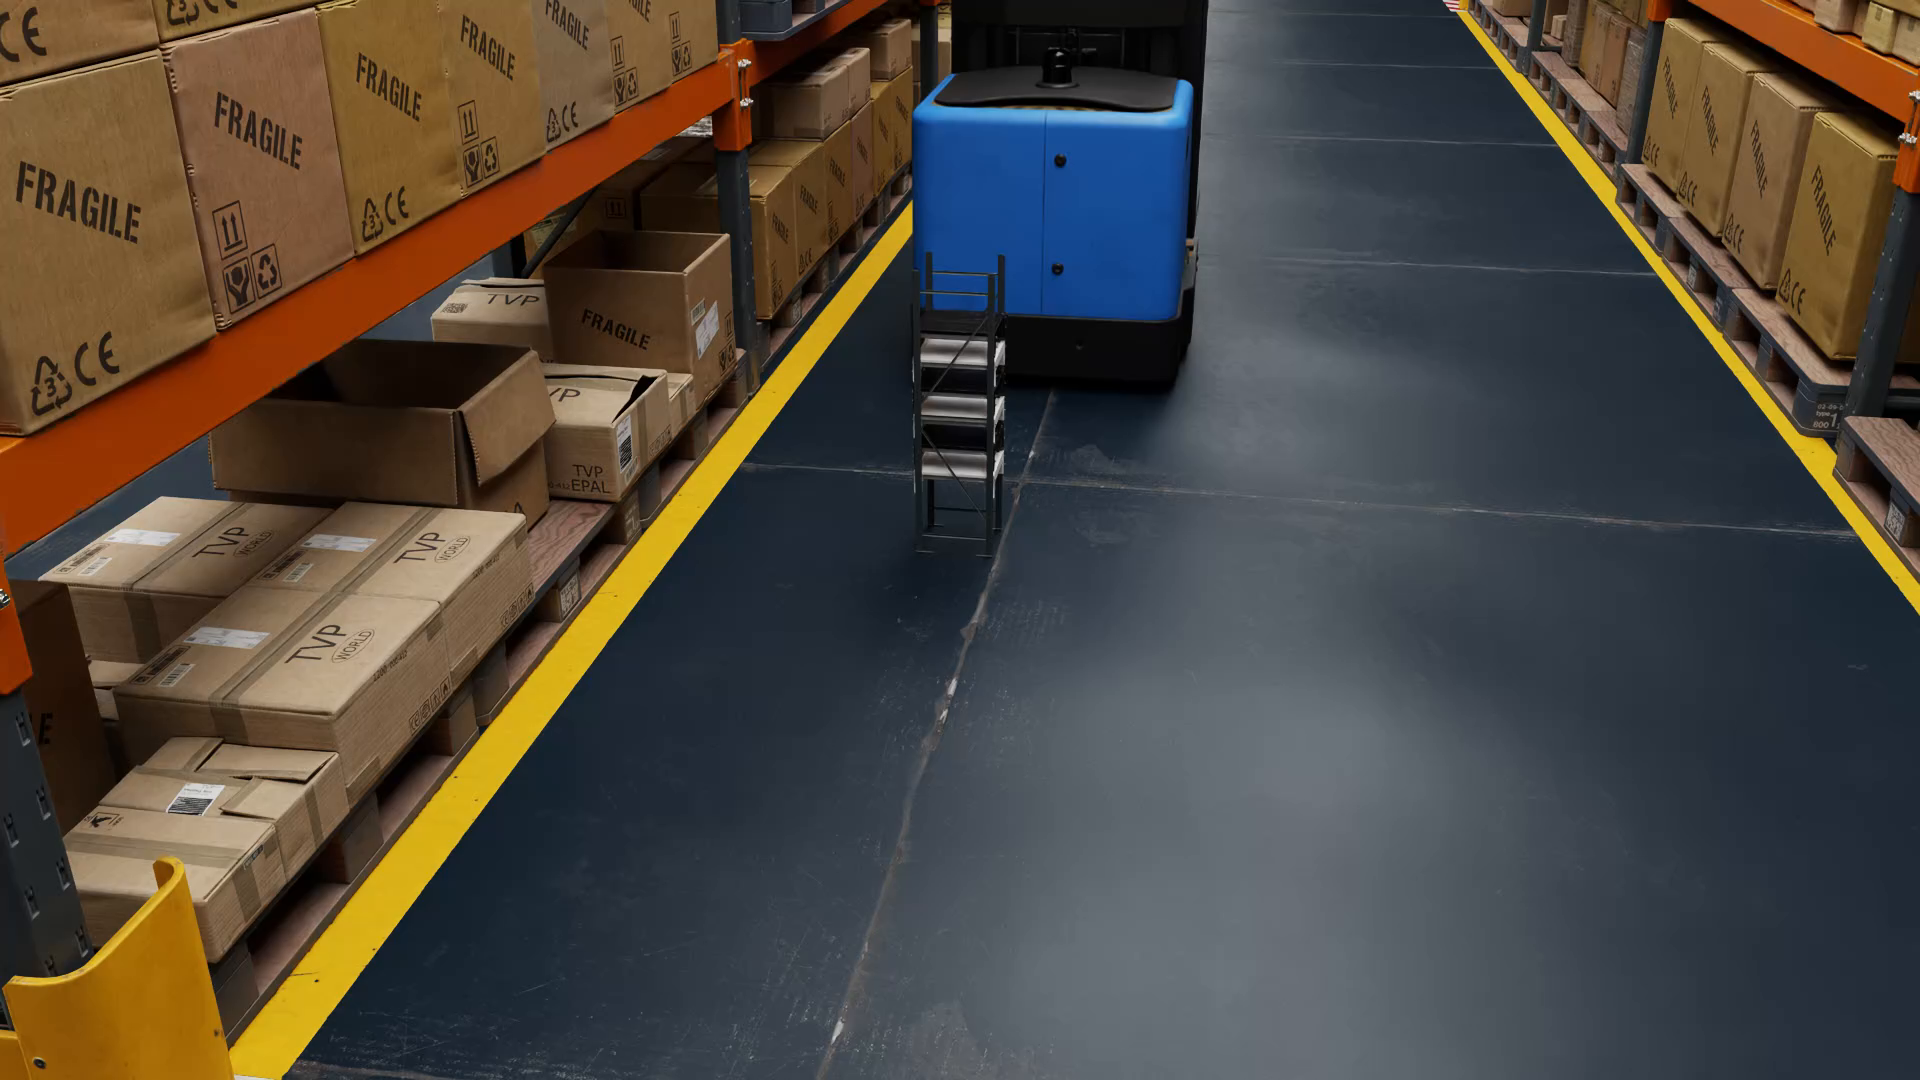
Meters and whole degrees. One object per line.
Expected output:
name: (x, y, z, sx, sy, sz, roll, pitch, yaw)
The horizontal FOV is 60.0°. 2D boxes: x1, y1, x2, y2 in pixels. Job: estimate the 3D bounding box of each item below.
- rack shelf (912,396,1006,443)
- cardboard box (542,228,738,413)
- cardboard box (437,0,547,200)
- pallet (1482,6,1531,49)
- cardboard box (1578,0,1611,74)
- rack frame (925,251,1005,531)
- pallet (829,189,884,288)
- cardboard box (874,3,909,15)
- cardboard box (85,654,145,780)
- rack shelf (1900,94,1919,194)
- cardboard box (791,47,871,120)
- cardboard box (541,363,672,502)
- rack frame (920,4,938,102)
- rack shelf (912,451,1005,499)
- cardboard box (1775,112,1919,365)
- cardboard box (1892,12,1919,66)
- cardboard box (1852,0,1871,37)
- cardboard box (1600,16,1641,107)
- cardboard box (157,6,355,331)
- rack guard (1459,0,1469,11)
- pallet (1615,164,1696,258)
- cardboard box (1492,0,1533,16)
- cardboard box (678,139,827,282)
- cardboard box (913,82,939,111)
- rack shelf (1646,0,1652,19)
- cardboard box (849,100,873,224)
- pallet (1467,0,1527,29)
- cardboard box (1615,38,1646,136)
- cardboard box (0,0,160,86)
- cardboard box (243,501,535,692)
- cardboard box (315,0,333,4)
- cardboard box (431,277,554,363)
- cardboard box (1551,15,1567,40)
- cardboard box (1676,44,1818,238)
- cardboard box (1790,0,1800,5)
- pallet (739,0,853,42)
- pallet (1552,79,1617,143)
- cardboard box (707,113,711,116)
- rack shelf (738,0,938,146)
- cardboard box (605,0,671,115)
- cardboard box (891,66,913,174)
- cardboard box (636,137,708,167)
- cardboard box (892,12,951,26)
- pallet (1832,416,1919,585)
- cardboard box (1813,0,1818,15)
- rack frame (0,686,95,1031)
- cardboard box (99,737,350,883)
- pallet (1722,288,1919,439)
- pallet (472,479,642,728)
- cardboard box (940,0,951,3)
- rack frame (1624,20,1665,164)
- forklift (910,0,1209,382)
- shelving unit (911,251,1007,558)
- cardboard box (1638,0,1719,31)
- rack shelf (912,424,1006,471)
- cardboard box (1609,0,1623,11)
rack shelf: (-0.001, -0.374, 5.066, 0.258, 0.077, 0.200, 4, 25, 9)
cardboard box: (-1.098, -0.772, 5.790, 0.500, 0.500, 0.500, 4, 25, 9)
cardboard box: (-1.359, -1.137, 4.023, 0.500, 0.500, 0.500, 4, 25, 9)
pallet: (5.182, -4.499, 14.612, 1.003, 0.211, 1.213, 4, 25, 9)
cardboard box: (4.771, -3.505, 11.630, 0.700, 0.500, 0.500, 4, 25, 7)
rack frame: (0.015, -0.447, 5.143, 0.240, 0.900, 0.006, 4, 25, 9)
pallet: (-0.992, -1.554, 8.321, 1.003, 0.211, 1.213, 4, 25, 9)
cardboard box: (-0.625, -3.499, 11.274, 0.500, 0.311, 0.500, 4, 25, 8)
cardboard box: (-1.938, 0.387, 3.709, 0.380, 0.166, 0.250, 4, 25, 9)
rack shelf: (3.276, -0.459, 3.540, 1.077, 0.370, 4.000, 4, 25, 9)
cardboard box: (-0.721, -2.183, 7.920, 0.500, 0.250, 0.500, 4, 25, 8)
cardboard box: (-1.221, -0.372, 5.160, 0.500, 0.311, 0.500, 4, 25, 9)
rack frame: (-0.631, -3.635, 9.478, 1.000, 3.000, 0.127, 4, 25, 9)
rack shelf: (-0.001, -0.211, 5.142, 0.258, 0.077, 0.200, 4, 25, 9)
cardboard box: (3.581, -1.118, 6.141, 0.750, 0.750, 0.750, 4, 25, 9)
cardboard box: (3.379, -1.677, 5.567, 0.380, 0.149, 0.250, 4, 25, 9)
cardboard box: (3.483, -1.889, 6.021, 0.380, 0.149, 0.250, 5, 26, 10)
cardboard box: (4.575, -3.083, 10.727, 0.700, 0.500, 0.500, 4, 25, 8)
cardboard box: (-1.527, -0.718, 3.128, 0.500, 0.500, 0.500, 4, 25, 8)
rack guard: (5.552, -5.476, 16.359, 1.175, 0.500, 0.348, 4, 25, 9)
pallet: (4.053, -1.706, 8.646, 1.003, 0.211, 1.213, 4, 25, 9)
cardboard box: (5.100, -4.882, 14.571, 0.700, 0.500, 0.500, 2, 25, 5)
cardboard box: (-0.889, -1.439, 7.215, 0.500, 0.500, 0.500, 4, 25, 9)
cardboard box: (-0.256, -2.779, 10.397, 0.500, 0.250, 0.500, 4, 25, 8)
rack shelf: (4.583, -3.804, 10.688, 1.077, 0.370, 4.000, 4, 25, 9)
cardboard box: (-0.717, -1.859, 8.113, 0.500, 0.500, 0.500, 3, 25, 7)
pallet: (5.384, -5.008, 15.699, 1.003, 0.211, 1.213, 4, 25, 9)
cardboard box: (4.323, -2.666, 9.836, 0.700, 0.500, 0.500, 4, 25, 9)
cardboard box: (-1.606, -0.955, 2.455, 0.500, 0.500, 0.500, 5, 26, 10)
cardboard box: (-1.406, 0.131, 4.157, 0.500, 0.250, 0.500, 4, 25, 9)
cardboard box: (-1.441, -1.383, 3.369, 0.500, 0.500, 0.500, 4, 25, 9)
cardboard box: (-1.567, -0.783, 6.038, 0.500, 0.311, 0.500, 4, 25, 9)
cardboard box: (4.968, -4.109, 13.312, 0.380, 0.166, 0.250, 1, 25, 2)
cardboard box: (3.857, -1.846, 7.696, 0.750, 0.750, 0.750, 4, 25, 8)
cardboard box: (3.684, -2.316, 6.932, 0.380, 0.149, 0.250, 5, 26, 10)
pallet: (-1.047, -2.202, 6.643, 1.003, 0.211, 1.213, 4, 25, 9)
pallet: (4.587, -2.866, 11.125, 1.003, 0.211, 1.213, 4, 25, 9)
cardboard box: (-1.235, -1.885, 8.168, 0.500, 0.500, 0.500, 3, 25, 7)
rack shelf: (-0.958, -2.473, 7.844, 1.077, 0.370, 4.000, 4, 25, 9)
cardboard box: (-1.196, -1.565, 4.938, 0.500, 0.500, 0.500, 5, 25, 10)
cardboard box: (-0.552, -2.295, 9.045, 0.500, 0.500, 0.500, 5, 26, 11)
cardboard box: (-1.398, -1.462, 7.265, 0.500, 0.500, 0.500, 4, 25, 9)
cardboard box: (-0.178, -3.253, 10.749, 0.500, 0.311, 0.500, 3, 25, 7)
pallet: (3.401, -0.045, 5.098, 1.003, 0.211, 1.213, 4, 25, 9)
cardboard box: (3.574, -2.102, 6.475, 0.380, 0.149, 0.250, 4, 25, 9)
rack frame: (-1.935, -0.289, 2.330, 0.949, 2.616, 0.053, 4, 25, 9)
cardboard box: (-1.490, 0.539, 3.384, 0.380, 0.166, 0.250, 4, 25, 9)
pallet: (3.655, -0.686, 6.466, 1.003, 0.211, 1.213, 4, 25, 9)
pallet: (-1.595, 0.099, 4.789, 1.003, 0.211, 1.213, 4, 25, 9)
cardboard box: (-0.009, -3.681, 11.663, 0.500, 0.311, 0.500, 4, 25, 8)
rack frame: (4.256, -3.294, 8.749, 1.000, 3.000, 0.127, 4, 25, 9)
forklift: (0.544, -2.531, 7.199, 1.130, 2.935, 3.031, 4, 25, 8)
shelving unit: (-0.001, -0.404, 5.052, 0.258, 0.900, 0.210, 4, 25, 9)
cardboard box: (4.478, -3.239, 10.177, 0.500, 0.250, 0.500, 4, 25, 10)
rack shelf: (-0.001, -0.292, 5.104, 0.258, 0.077, 0.200, 4, 25, 9)
cardboard box: (4.656, -3.662, 11.081, 0.500, 0.250, 0.500, 3, 25, 7)
